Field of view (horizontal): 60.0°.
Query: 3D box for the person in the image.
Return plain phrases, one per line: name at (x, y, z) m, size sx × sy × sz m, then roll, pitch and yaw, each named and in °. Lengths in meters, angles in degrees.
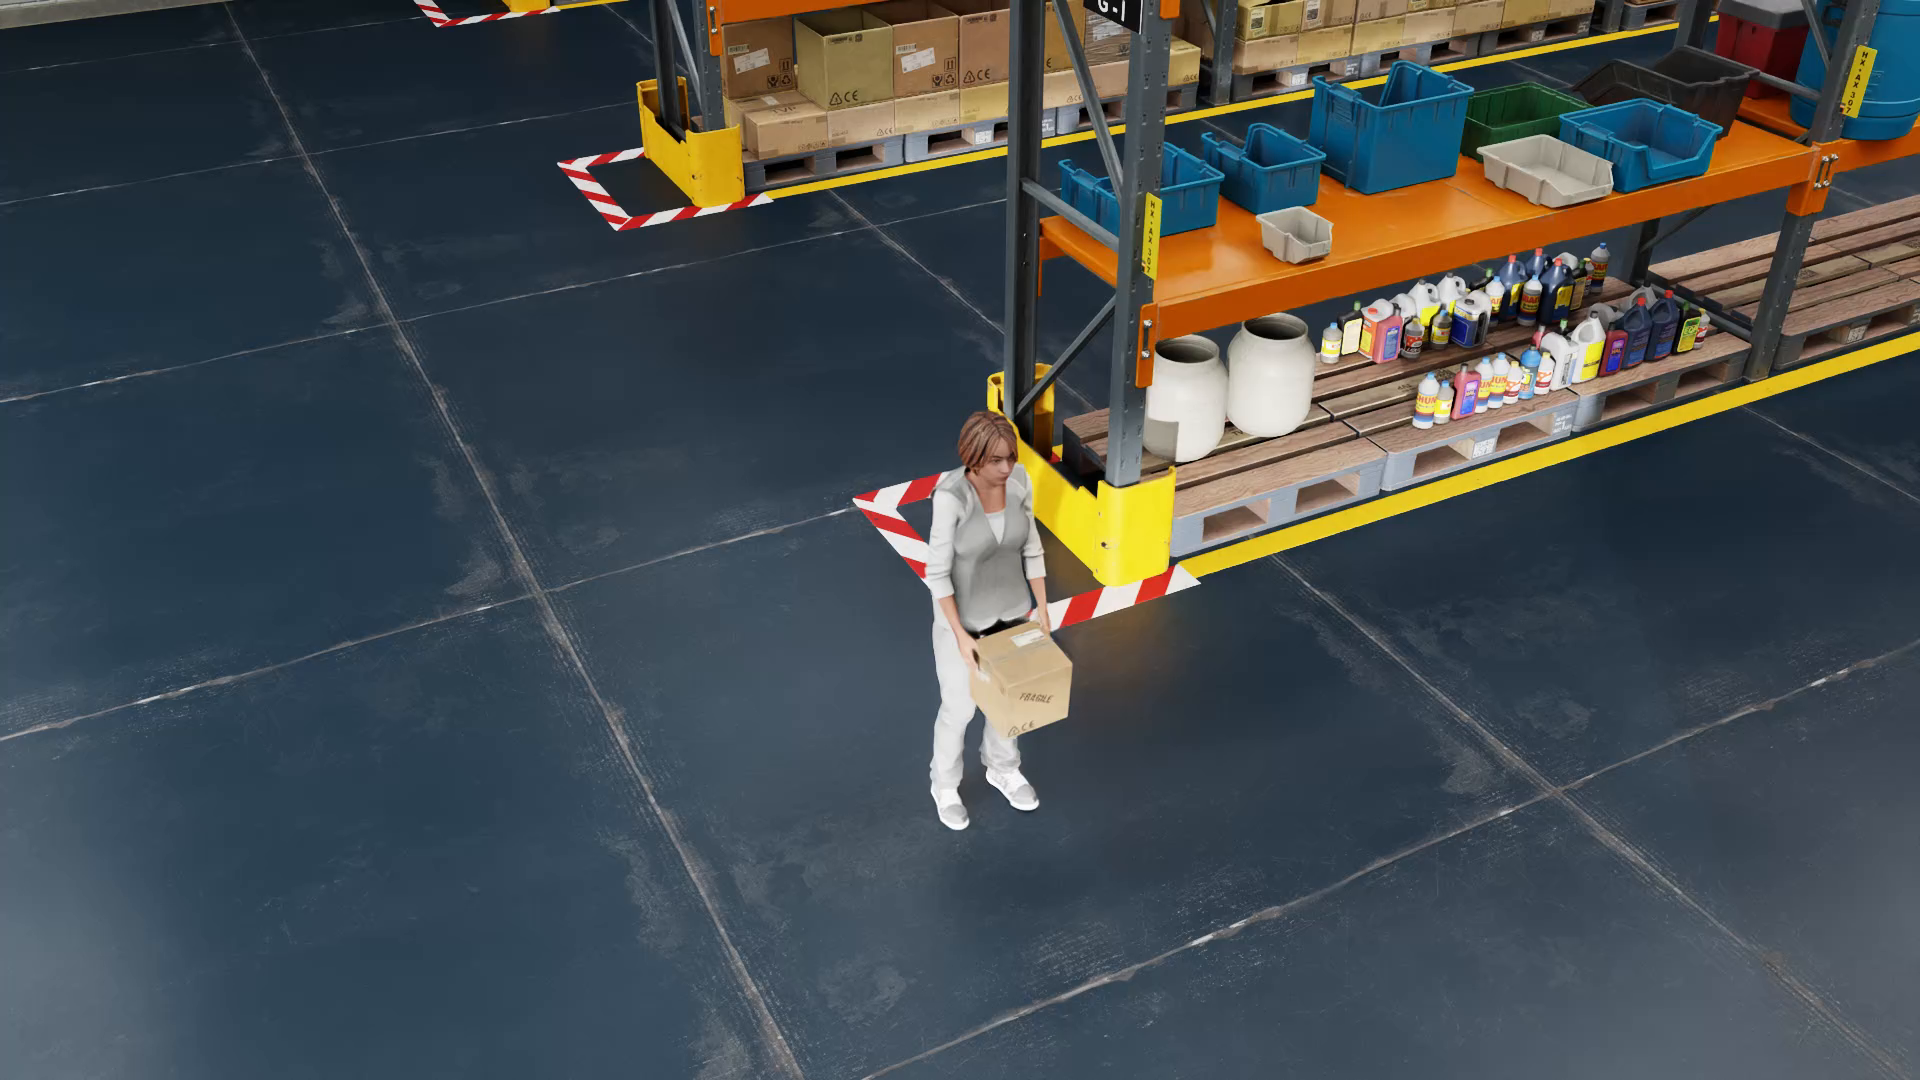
person at (0.092, 0.277, 5.736) m, size 0.445 × 1.588 × 0.371 m, roll -17°, pitch 37°, yaw -24°
